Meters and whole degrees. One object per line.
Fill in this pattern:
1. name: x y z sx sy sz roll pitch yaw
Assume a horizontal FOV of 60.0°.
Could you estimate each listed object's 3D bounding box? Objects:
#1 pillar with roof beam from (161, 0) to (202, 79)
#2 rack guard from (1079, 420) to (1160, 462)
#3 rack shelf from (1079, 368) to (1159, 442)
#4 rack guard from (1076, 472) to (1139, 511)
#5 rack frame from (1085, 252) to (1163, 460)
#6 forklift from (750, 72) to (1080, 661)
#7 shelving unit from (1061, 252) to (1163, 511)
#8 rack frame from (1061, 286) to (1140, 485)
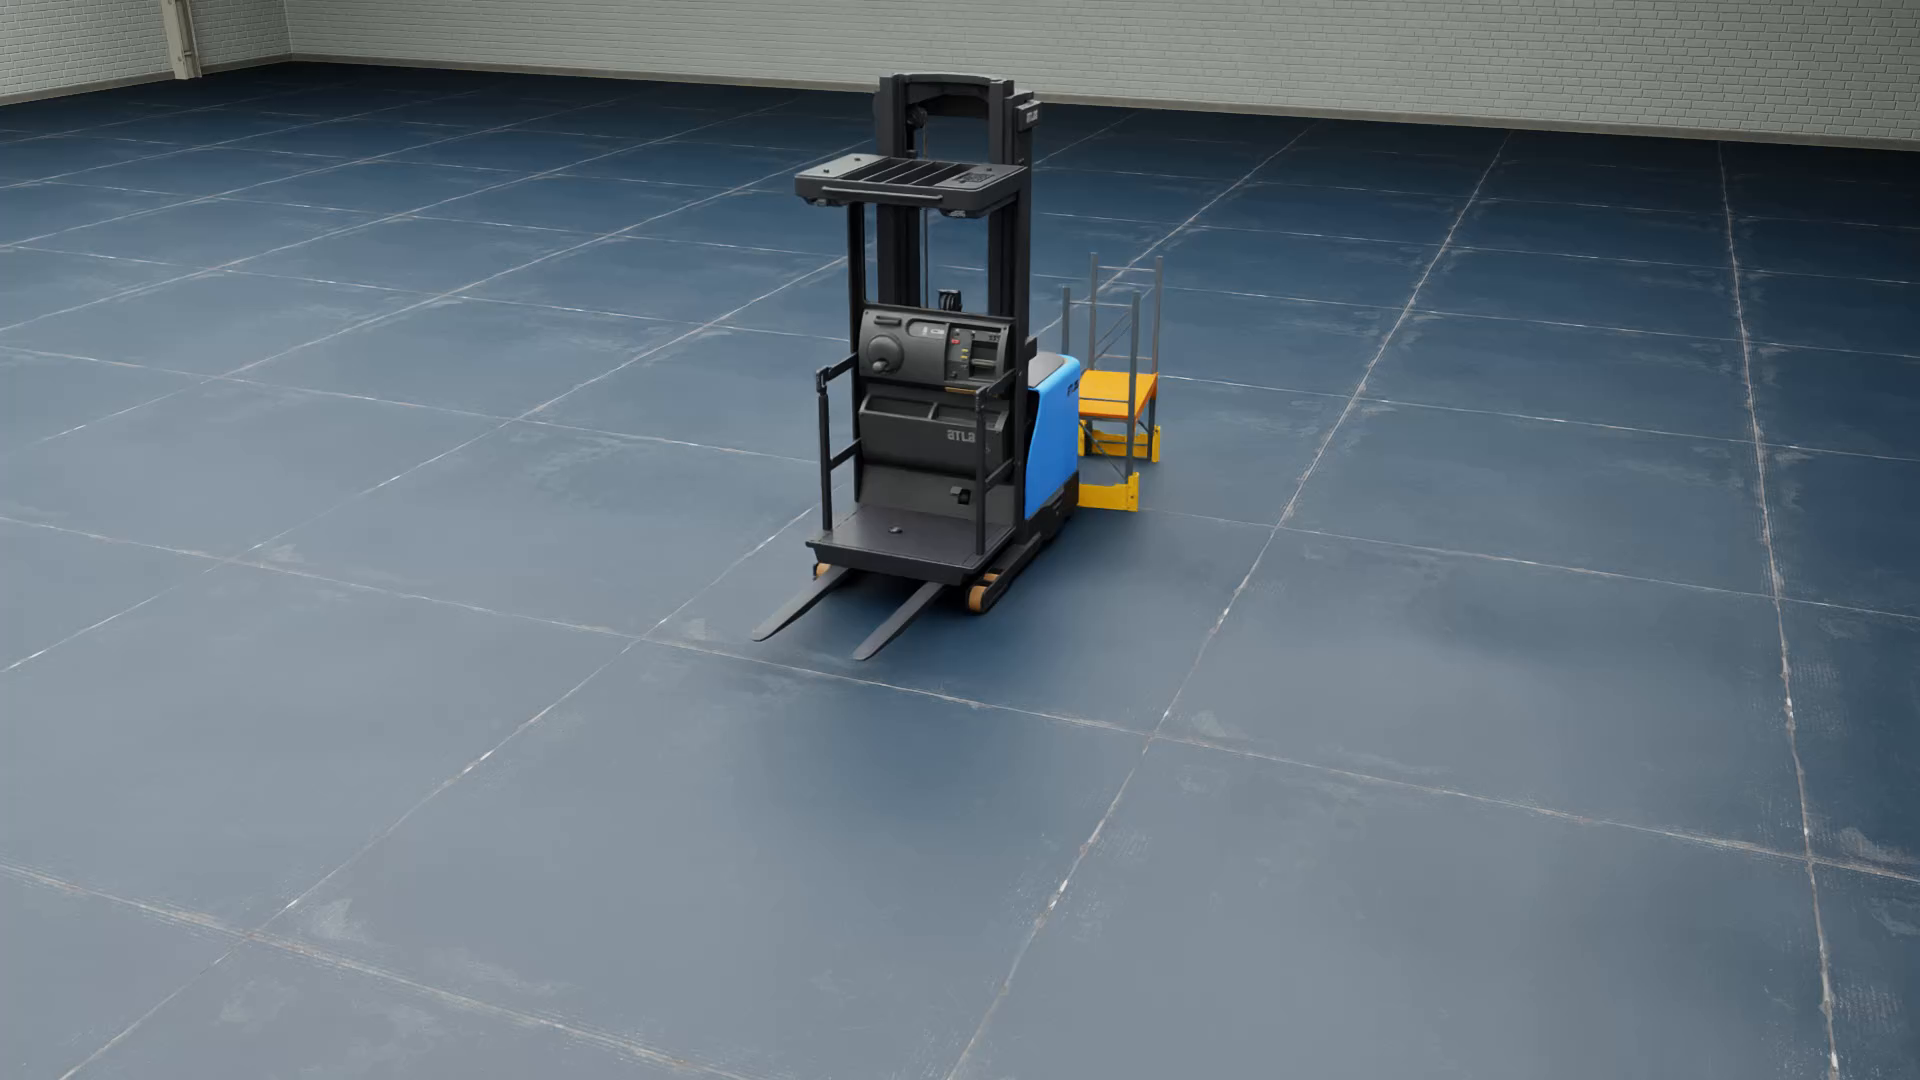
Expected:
1. pillar with roof beam: -10.919 -12.470 28.929 9.100 9.000 0.400 9 24 20
2. rack guard: 1.165 -0.724 12.158 0.587 0.250 0.087 6 23 13
3. rack shelf: 1.041 -0.952 11.550 0.538 0.185 1.000 6 23 13
4. rack guard: 0.913 -0.352 11.269 0.587 0.250 0.087 6 23 13
5. rack frame: 1.170 -1.308 11.934 0.500 1.500 0.032 6 23 13
6. forklift: -0.237 -1.107 9.596 1.130 2.935 3.031 9 24 21
7. shelving unit: 1.039 -1.115 11.472 0.587 1.500 1.083 6 23 13
8. rack frame: 0.913 -0.928 11.027 0.500 1.500 0.032 6 23 13
